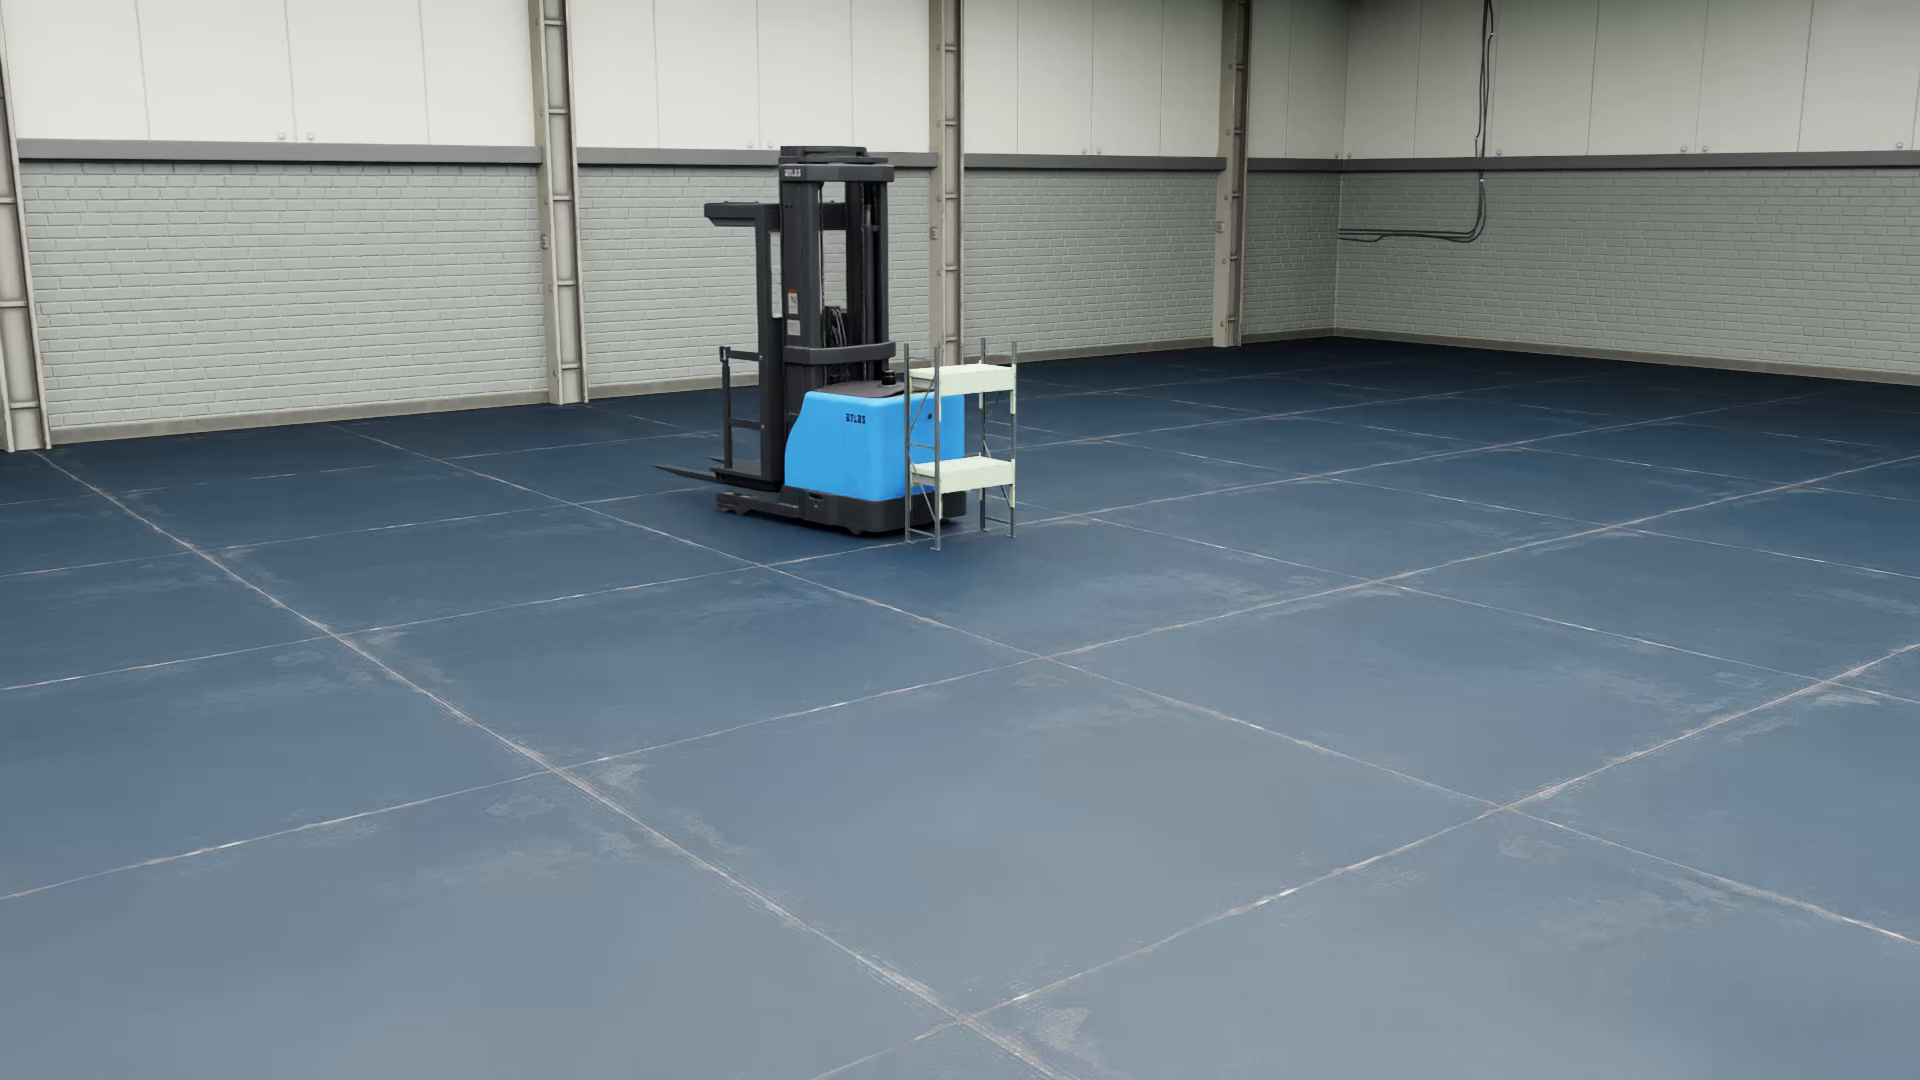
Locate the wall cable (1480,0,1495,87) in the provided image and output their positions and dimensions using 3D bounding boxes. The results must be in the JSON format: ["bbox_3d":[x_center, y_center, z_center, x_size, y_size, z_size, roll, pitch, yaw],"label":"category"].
[{"bbox_3d":[9.311,-8.356,25.634,0.112,2.526,3.097,-9,15,-38],"label":"wall cable"}]

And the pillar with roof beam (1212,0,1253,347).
[{"bbox_3d":[7.183,-6.978,23.824,0.400,9.000,9.100,-9,15,-38],"label":"pillar with roof beam"}]

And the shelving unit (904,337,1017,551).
[{"bbox_3d":[0.005,-0.735,12.477,0.755,1.500,0.431,-9,15,-38],"label":"shelving unit"}]

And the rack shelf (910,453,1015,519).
[{"bbox_3d":[0.005,-0.416,12.545,0.720,0.370,0.431,-9,15,-38],"label":"rack shelf"}]

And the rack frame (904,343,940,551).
[{"bbox_3d":[-0.281,-0.687,12.253,0.023,1.500,0.400,-9,15,-38],"label":"rack frame"}]

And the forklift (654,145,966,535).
[{"bbox_3d":[-1.369,-1.707,13.609,3.031,2.935,1.130,11,16,42],"label":"forklift"}]

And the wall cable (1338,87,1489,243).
[{"bbox_3d":[7.621,-6.325,28.225,0.112,2.526,3.097,-9,15,-38],"label":"wall cable"}]

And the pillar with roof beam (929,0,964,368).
[{"bbox_3d":[2.498,-6.199,20.158,0.400,9.000,9.100,-9,15,-38],"label":"pillar with roof beam"}]

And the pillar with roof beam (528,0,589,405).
[{"bbox_3d":[-2.187,-5.420,16.491,0.400,9.000,9.100,-9,15,-38],"label":"pillar with roof beam"}]

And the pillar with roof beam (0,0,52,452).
[{"bbox_3d":[-6.872,-4.642,12.825,0.400,9.000,9.100,-9,15,-38],"label":"pillar with roof beam"}]

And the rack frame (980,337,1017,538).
[{"bbox_3d":[0.291,-0.782,12.701,0.023,1.500,0.400,-9,15,-38],"label":"rack frame"}]

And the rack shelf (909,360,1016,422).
[{"bbox_3d":[0.005,-1.116,12.396,0.720,0.370,0.431,-9,15,-38],"label":"rack shelf"}]
